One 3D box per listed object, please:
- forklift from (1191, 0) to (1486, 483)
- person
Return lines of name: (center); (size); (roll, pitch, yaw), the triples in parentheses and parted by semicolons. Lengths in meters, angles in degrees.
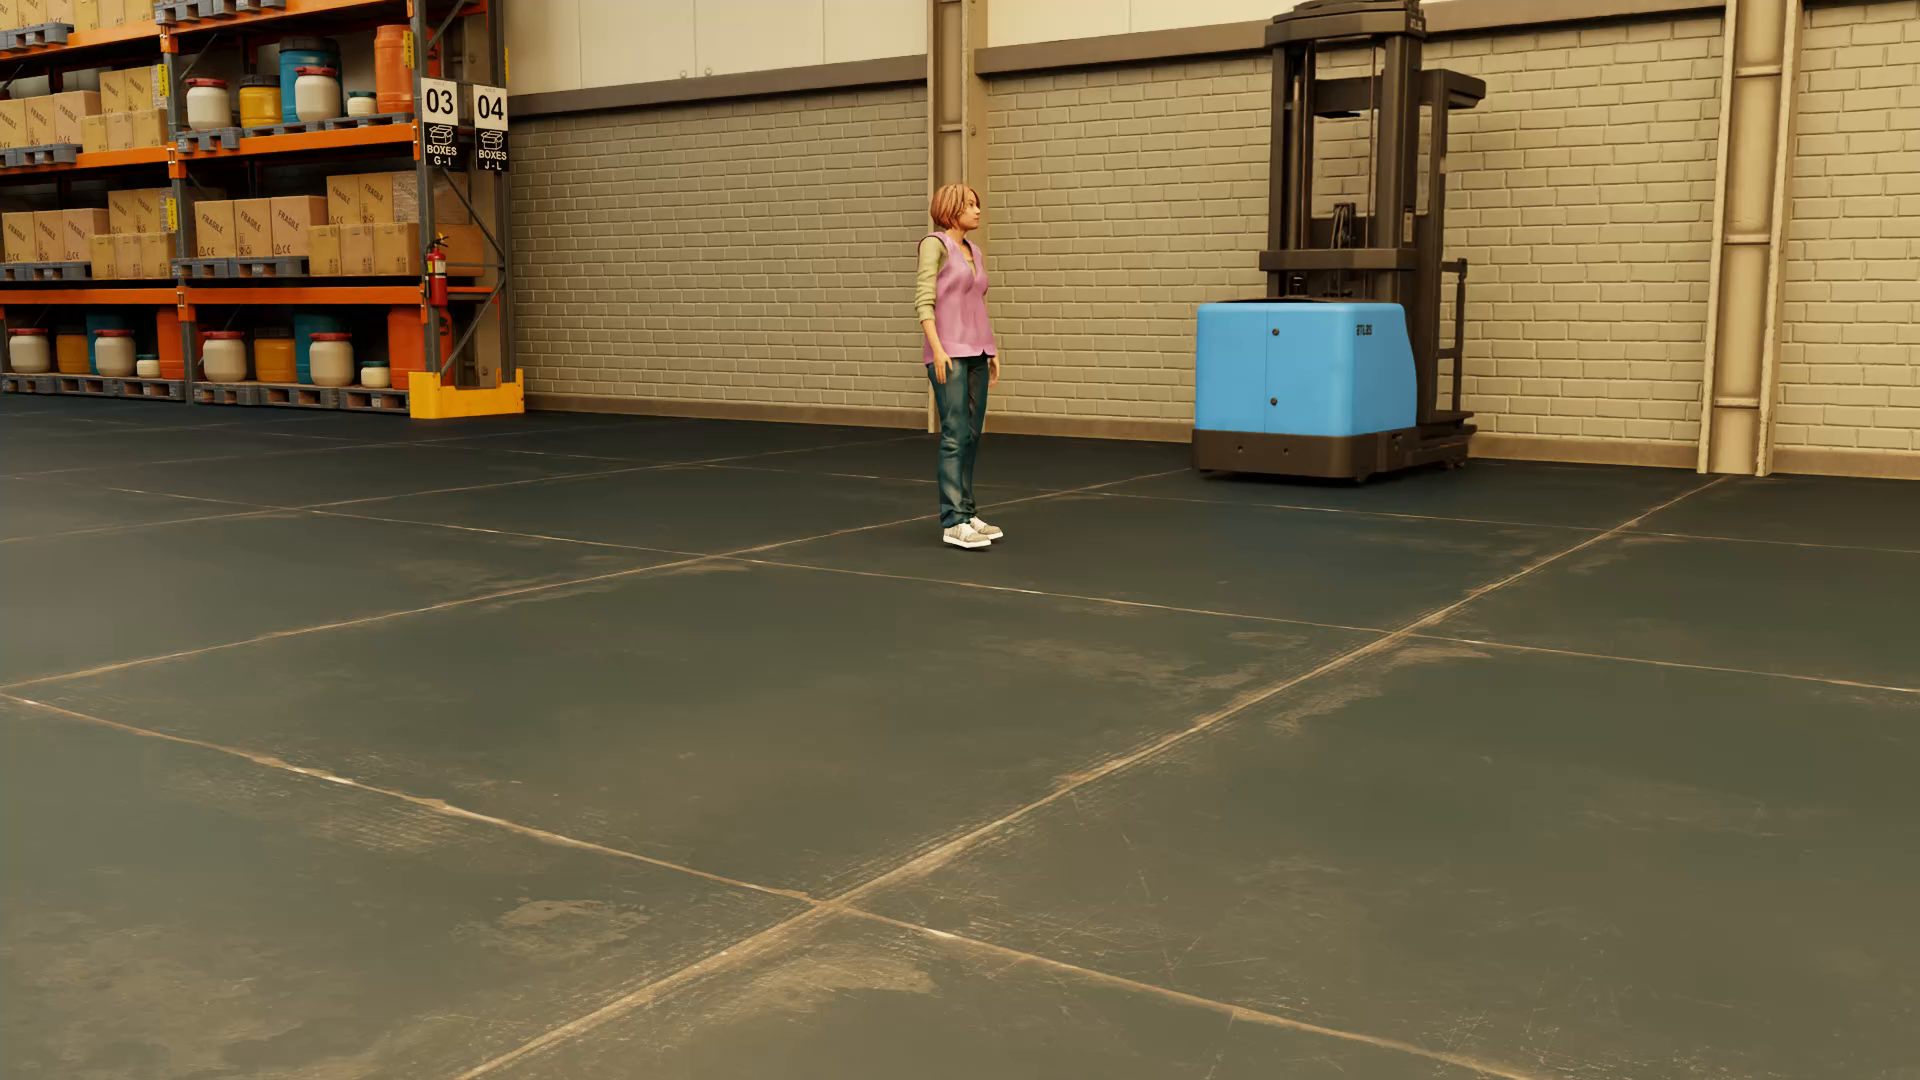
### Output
forklift: (2.711, -1.946, 10.875); (1.130, 2.935, 3.031); (6, 10, 37)
person: (0.053, -0.791, 7.436); (0.473, 1.599, 0.516); (5, 10, 34)
